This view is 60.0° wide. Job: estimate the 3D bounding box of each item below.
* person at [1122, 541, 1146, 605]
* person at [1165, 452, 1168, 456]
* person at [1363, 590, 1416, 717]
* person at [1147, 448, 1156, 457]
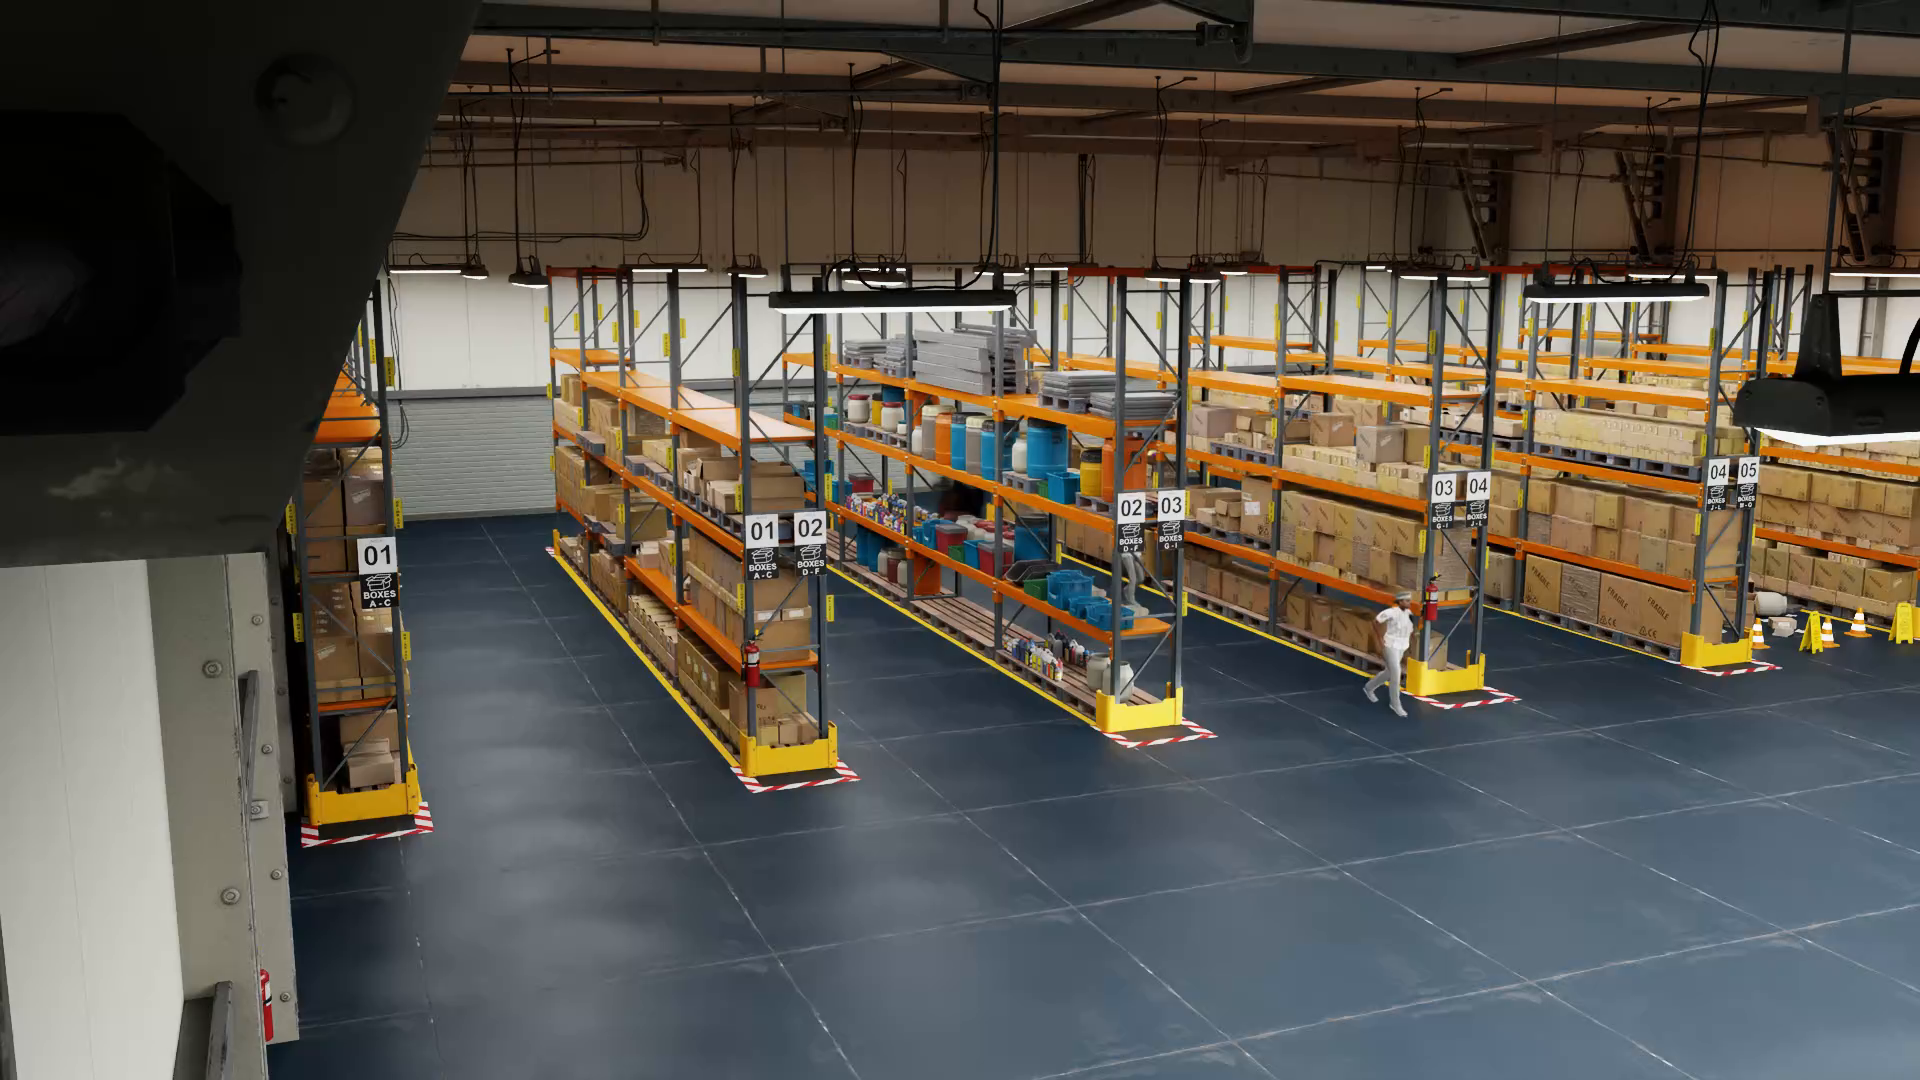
[{"bbox_3d":[2.937,0.291,28.506,0.614,1.660,0.525,-6,11,-29],"label":"person"},{"bbox_3d":[4.641,-1.234,38.549,0.664,1.797,0.914,-3,10,-19],"label":"person"},{"bbox_3d":[6.048,1.511,23.146,0.601,1.677,0.905,-7,12,-35],"label":"person"},{"bbox_3d":[4.520,-1.602,40.897,0.665,1.774,0.761,-8,13,-40],"label":"person"}]
